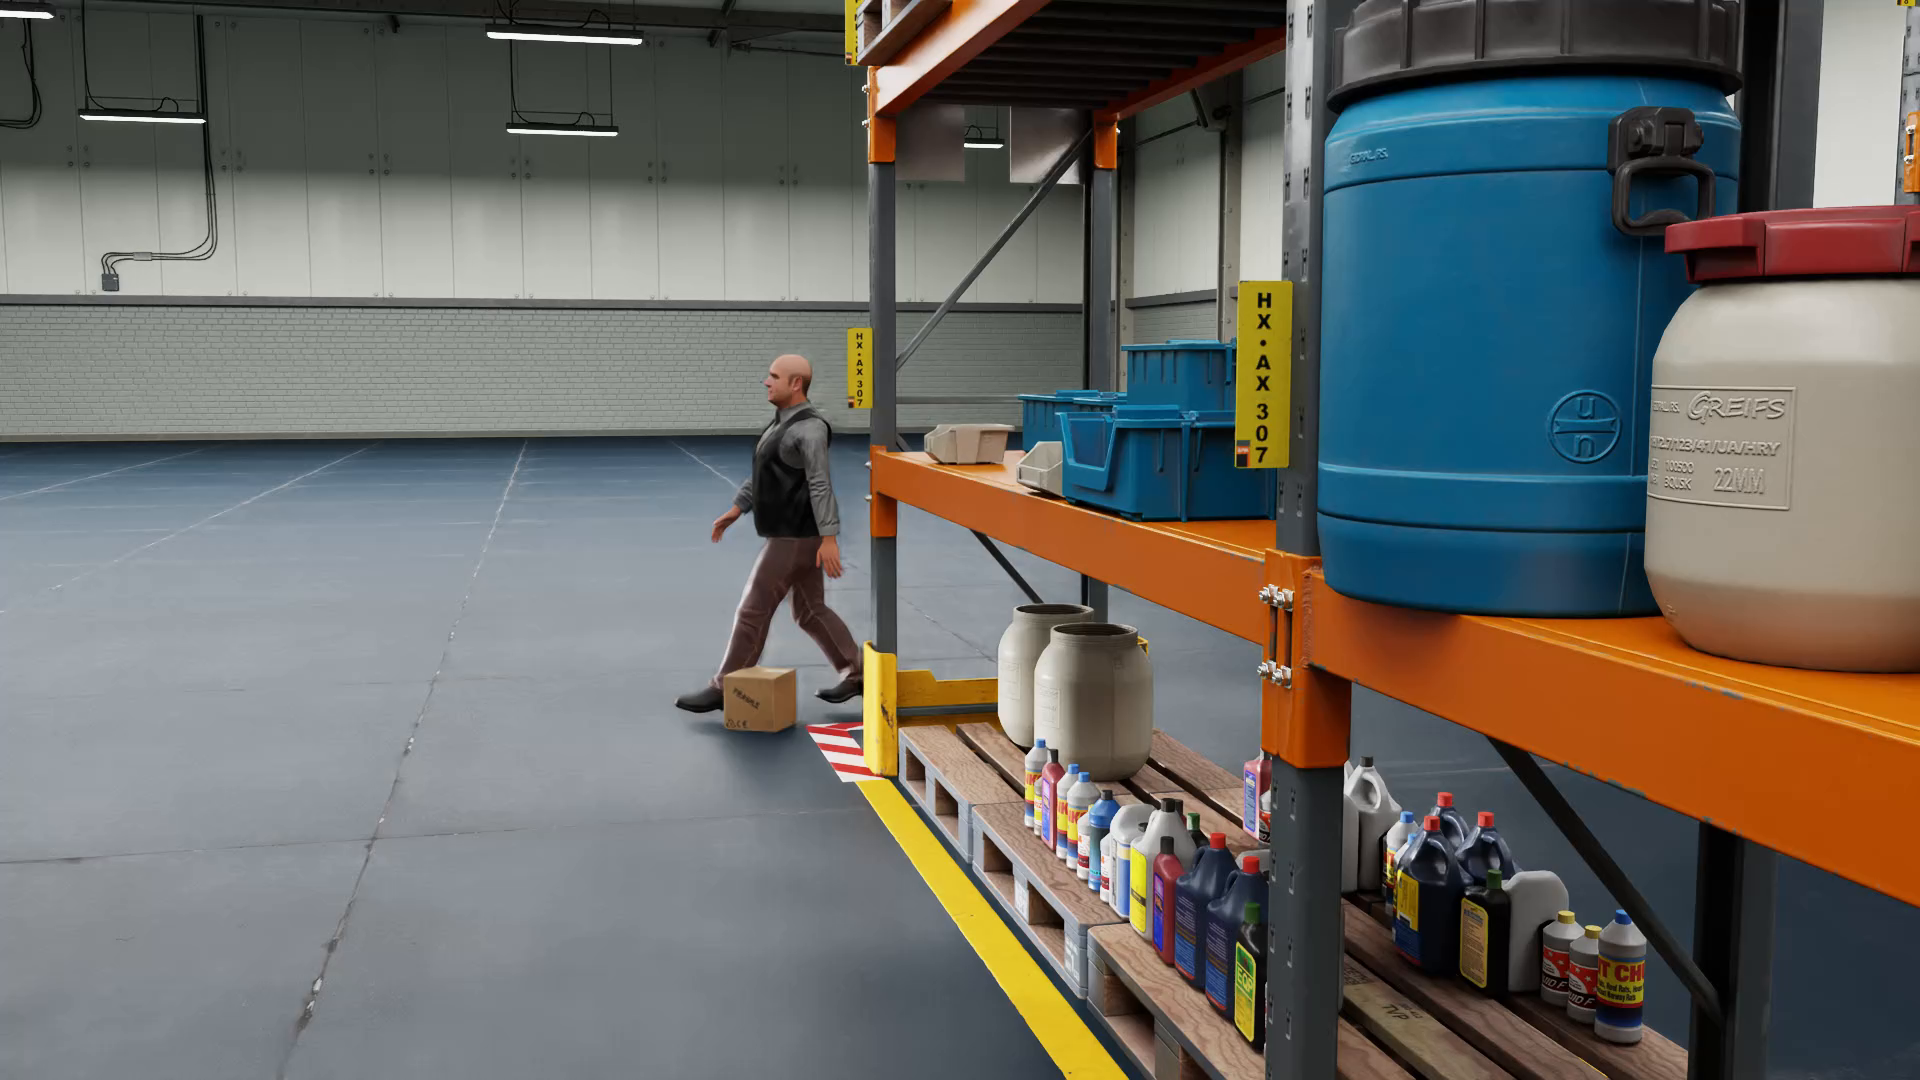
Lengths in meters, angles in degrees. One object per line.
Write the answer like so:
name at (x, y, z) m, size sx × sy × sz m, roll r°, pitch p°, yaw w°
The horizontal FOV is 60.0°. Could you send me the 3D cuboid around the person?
person at (-0.858, -0.028, 7.767) m, size 0.973 × 1.669 × 0.596 m, roll -2°, pitch 6°, yaw -14°
